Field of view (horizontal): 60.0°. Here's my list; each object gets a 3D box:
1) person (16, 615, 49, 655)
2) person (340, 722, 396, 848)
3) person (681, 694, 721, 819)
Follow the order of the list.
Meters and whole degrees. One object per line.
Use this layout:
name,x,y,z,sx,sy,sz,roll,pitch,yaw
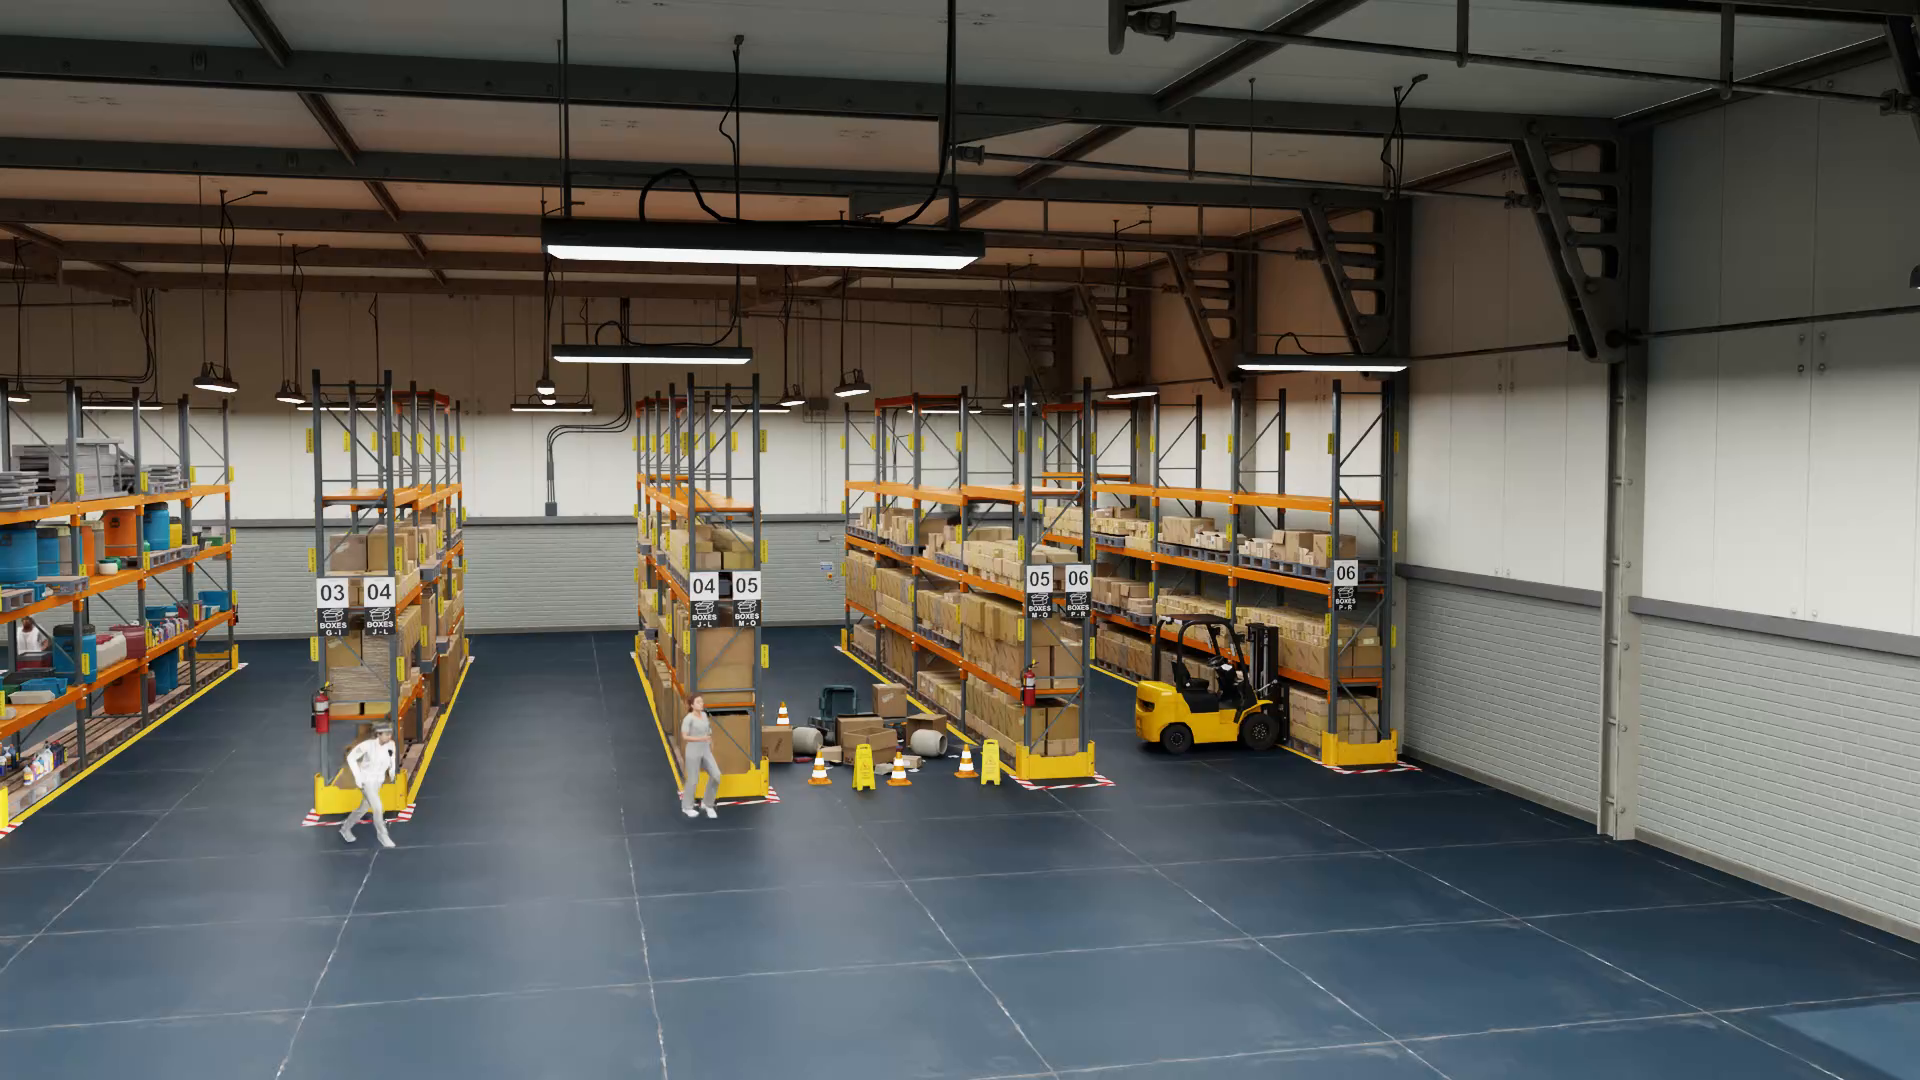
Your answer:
person,-17.889,2.297,32.004,0.657,1.770,1.082,-1,4,-21
person,-7.401,3.041,20.781,0.893,1.596,0.614,2,4,32
person,-3.469,2.892,22.207,0.668,1.693,0.594,3,4,42
